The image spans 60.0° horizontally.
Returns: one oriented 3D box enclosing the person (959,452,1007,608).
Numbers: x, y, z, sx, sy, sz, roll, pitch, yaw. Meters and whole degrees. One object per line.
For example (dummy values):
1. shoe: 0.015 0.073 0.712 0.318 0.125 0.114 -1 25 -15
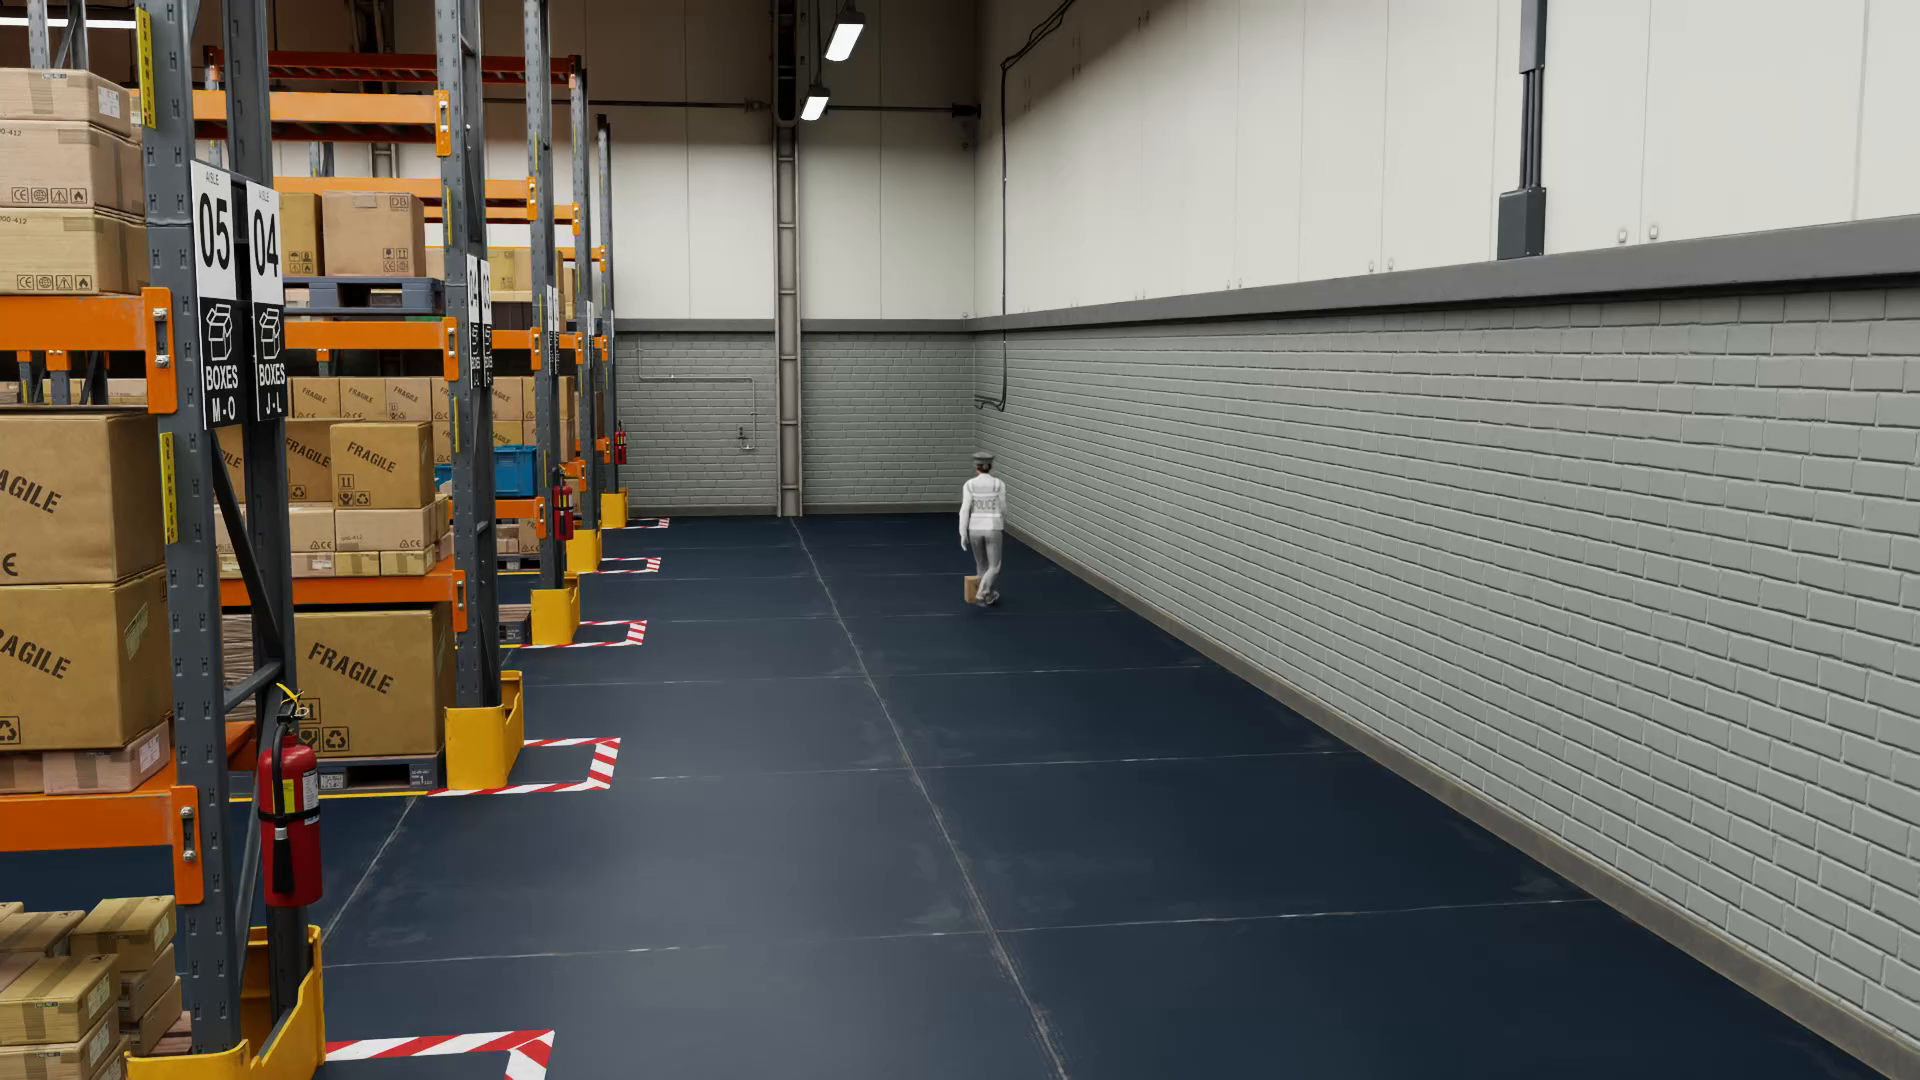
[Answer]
1. person: 0.255 -0.093 16.886 0.446 1.597 1.025 2 7 14
